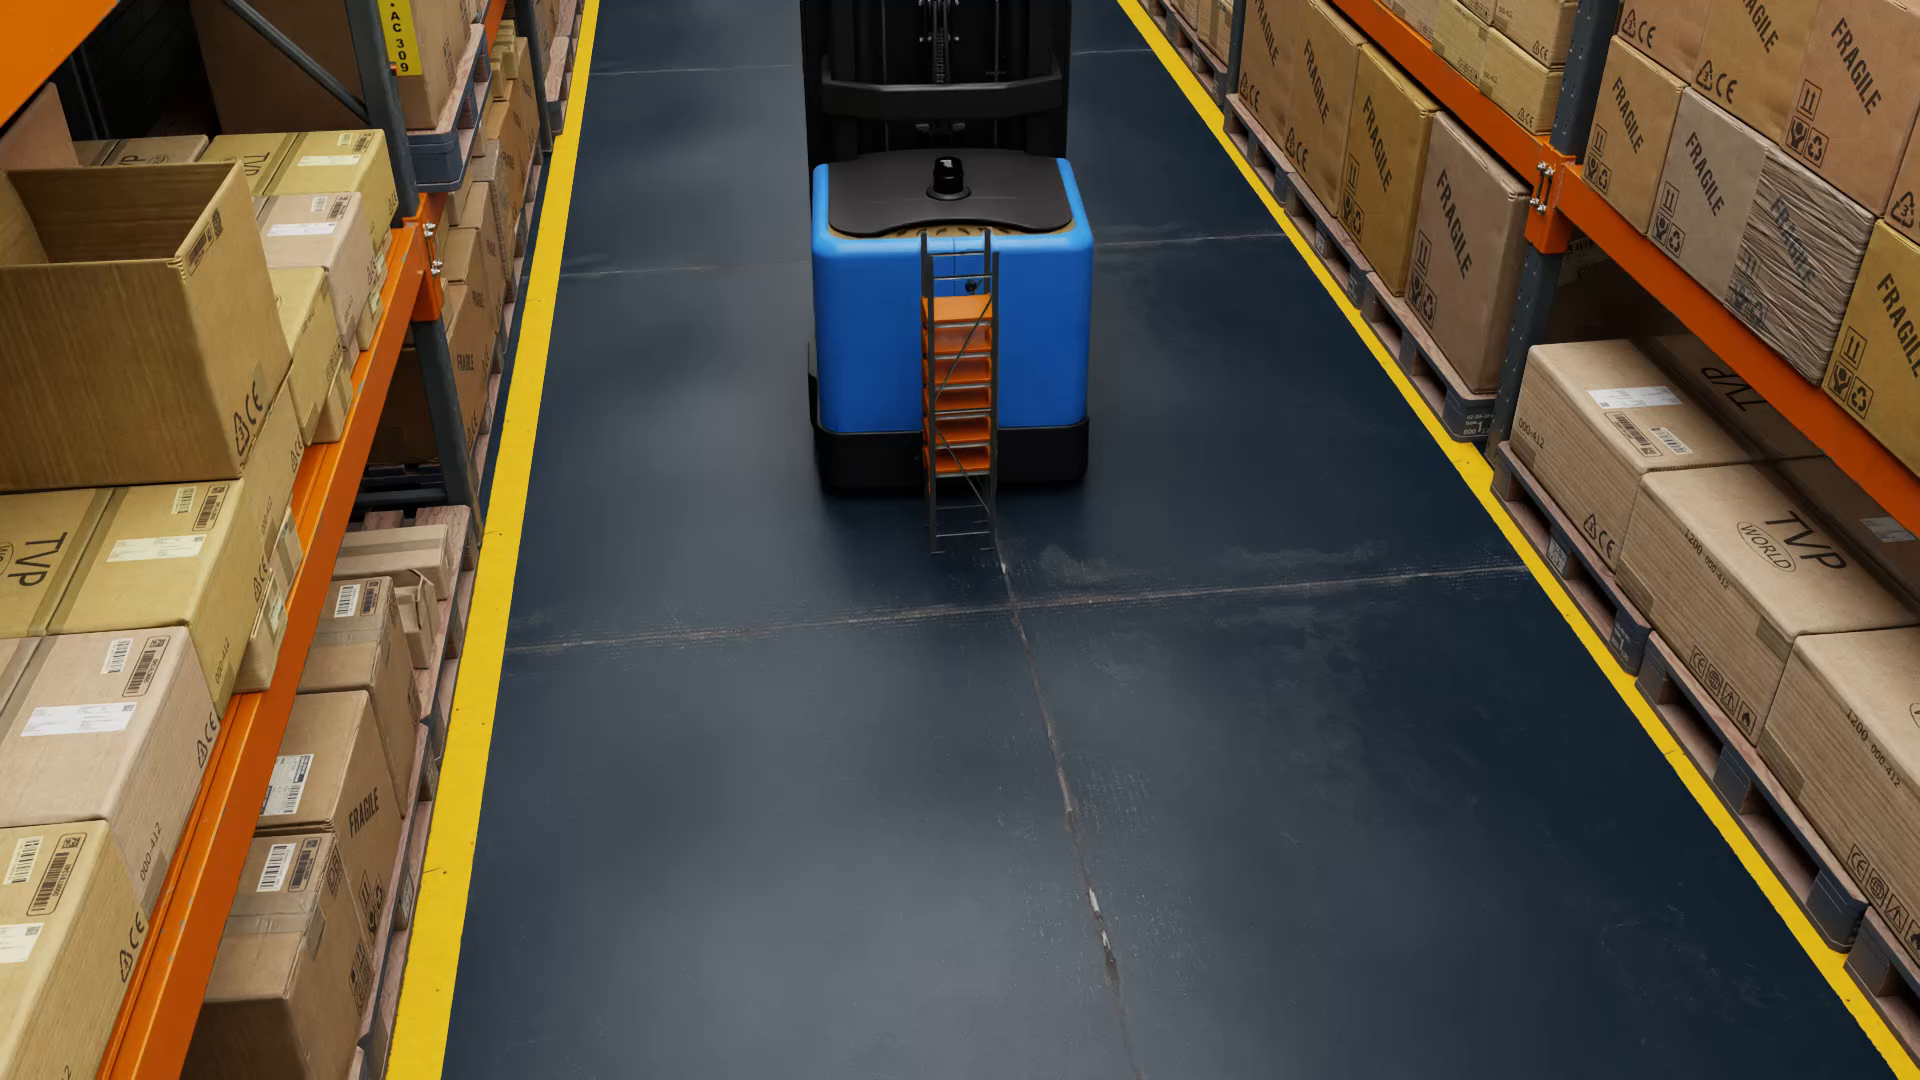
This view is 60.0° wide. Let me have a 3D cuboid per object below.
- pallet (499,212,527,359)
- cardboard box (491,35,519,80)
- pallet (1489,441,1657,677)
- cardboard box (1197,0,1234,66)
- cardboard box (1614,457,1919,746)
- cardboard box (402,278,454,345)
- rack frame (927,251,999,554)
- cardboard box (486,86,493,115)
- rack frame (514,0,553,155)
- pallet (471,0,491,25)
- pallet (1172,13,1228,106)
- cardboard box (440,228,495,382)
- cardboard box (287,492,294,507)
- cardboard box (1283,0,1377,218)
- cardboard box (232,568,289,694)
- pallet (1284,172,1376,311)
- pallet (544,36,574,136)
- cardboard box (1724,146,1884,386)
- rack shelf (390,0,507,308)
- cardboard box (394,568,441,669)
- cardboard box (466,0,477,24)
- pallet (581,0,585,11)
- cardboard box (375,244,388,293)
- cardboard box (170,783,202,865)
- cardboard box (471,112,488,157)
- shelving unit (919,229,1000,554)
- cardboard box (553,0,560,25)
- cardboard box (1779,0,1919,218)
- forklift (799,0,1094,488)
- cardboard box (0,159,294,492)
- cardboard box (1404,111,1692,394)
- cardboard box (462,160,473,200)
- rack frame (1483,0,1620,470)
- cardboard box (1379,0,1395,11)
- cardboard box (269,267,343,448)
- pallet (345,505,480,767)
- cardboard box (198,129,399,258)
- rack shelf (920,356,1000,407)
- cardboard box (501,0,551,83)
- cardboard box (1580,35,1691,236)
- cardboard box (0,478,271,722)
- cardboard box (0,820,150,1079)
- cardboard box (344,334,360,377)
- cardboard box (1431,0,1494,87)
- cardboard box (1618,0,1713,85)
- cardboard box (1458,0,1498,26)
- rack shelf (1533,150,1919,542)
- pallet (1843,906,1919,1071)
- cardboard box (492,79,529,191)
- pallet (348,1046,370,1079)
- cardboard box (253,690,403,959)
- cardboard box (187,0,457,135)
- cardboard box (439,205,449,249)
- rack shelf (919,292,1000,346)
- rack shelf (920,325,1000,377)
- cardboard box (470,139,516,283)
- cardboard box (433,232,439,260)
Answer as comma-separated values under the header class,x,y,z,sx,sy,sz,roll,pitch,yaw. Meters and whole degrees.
class,x,y,z,sx,sy,sz,roll,pitch,yaw
pallet,-2.605,-1.185,7.802,1.003,0.211,1.213,-4,35,-6
cardboard box,-2.444,-2.439,8.436,0.380,0.149,0.250,-6,35,-9
pallet,2.652,0.000,6.062,1.003,0.211,1.213,-4,35,-6
cardboard box,2.023,-3.218,10.269,0.950,0.372,0.625,-7,35,-10
cardboard box,2.726,0.161,5.252,0.875,0.438,0.875,-5,35,-8
cardboard box,-2.076,-0.833,6.080,0.380,0.149,0.250,-3,34,-4
rack frame,0.010,-0.453,5.849,0.240,1.200,0.006,-4,35,-6
cardboard box,-2.462,-2.138,7.994,0.380,0.149,0.250,-3,34,-5
rack frame,-2.829,-3.436,8.629,1.000,3.000,0.127,-4,35,-6
pallet,-2.563,-2.272,7.091,1.003,0.211,1.213,-4,35,-6
pallet,1.986,-3.098,10.609,1.003,0.211,1.213,-4,35,-6
cardboard box,-2.214,-0.928,6.795,0.500,0.500,0.500,-5,35,-7
cardboard box,-1.808,-0.079,3.926,0.380,0.149,0.250,-4,35,-6
cardboard box,2.216,-2.220,8.358,0.875,0.875,0.875,-4,34,-6
cardboard box,-1.649,0.205,3.509,0.380,0.149,0.250,-5,35,-8
pallet,2.281,-1.537,8.318,1.003,0.211,1.213,-4,35,-6
pallet,-2.901,-2.746,10.093,1.003,0.211,1.213,-4,35,-6
cardboard box,2.555,-0.783,4.646,0.500,0.500,0.500,-4,34,-6
rack shelf,-2.560,-2.023,7.194,1.077,0.370,4.000,-4,35,-6
cardboard box,-1.877,0.240,5.289,0.396,0.266,0.258,-3,34,-5
cardboard box,-2.098,-2.127,6.453,0.396,0.266,0.258,-3,34,-4
pallet,-3.229,-4.108,12.091,1.003,0.211,1.213,-4,35,-6
cardboard box,-1.941,-0.798,4.980,0.380,0.149,0.250,-3,34,-5
cardboard box,-1.648,0.499,3.077,0.380,0.149,0.250,-3,34,-5
cardboard box,-2.361,-1.847,7.567,0.380,0.149,0.250,-6,35,-9
shelving unit,-0.002,-0.504,5.924,0.258,1.200,0.189,-4,35,-6
cardboard box,-3.086,-3.717,10.777,0.875,0.625,0.625,-6,35,-8
cardboard box,2.571,-1.184,4.347,0.500,0.500,0.500,-4,34,-5
forklift,-0.113,-2.218,6.902,1.130,2.935,3.031,-2,34,-3
cardboard box,-1.749,-0.454,3.455,0.500,0.500,0.500,-4,34,-5
cardboard box,2.464,-1.218,6.887,0.875,0.875,0.875,-3,34,-5
cardboard box,-2.313,-1.557,7.142,0.380,0.149,0.250,-3,34,-5
rack frame,2.627,-1.582,5.908,1.000,3.000,0.127,-4,35,-6
cardboard box,2.127,-2.607,7.545,0.500,0.250,0.500,-4,35,-6
cardboard box,-1.845,-0.442,4.104,0.500,0.250,0.500,-5,35,-7
pallet,-2.200,0.331,5.576,1.003,0.211,1.213,-4,35,-6
cardboard box,-1.981,-0.999,4.922,0.500,0.250,0.500,-4,34,-5
rack shelf,-0.002,-0.566,5.881,0.258,0.103,0.180,-4,35,-6
cardboard box,-2.899,-2.978,9.692,0.875,0.625,0.625,-3,34,-5
cardboard box,2.431,-1.342,5.467,0.500,0.500,0.500,-3,34,-5
cardboard box,-1.687,0.129,3.266,0.500,0.250,0.500,-5,35,-7
cardboard box,-1.547,0.693,2.438,0.500,0.250,0.500,-4,34,-6
cardboard box,-1.874,-0.506,4.552,0.380,0.149,0.250,-4,34,-5
cardboard box,2.250,-2.036,6.707,0.500,0.250,0.500,-5,35,-7
cardboard box,2.451,-1.753,5.182,0.500,0.500,0.500,-4,34,-6
cardboard box,2.252,-2.233,6.552,0.500,0.250,0.500,-4,34,-5
rack shelf,2.896,-0.169,4.473,1.077,0.370,4.000,-4,35,-6
pallet,2.980,1.362,4.064,1.003,0.211,1.213,-4,35,-6
cardboard box,-2.502,-2.077,8.481,0.500,0.500,0.500,-5,35,-7
pallet,-1.871,1.693,3.578,1.003,0.211,1.213,-4,35,-6
cardboard box,-1.790,0.756,4.323,0.500,0.500,0.500,-4,34,-5
cardboard box,-2.134,-1.706,5.628,0.700,0.500,0.500,-4,34,-5
cardboard box,-2.286,-1.276,6.730,0.380,0.149,0.250,-5,35,-7
rack shelf,-0.002,-0.765,5.746,0.258,0.103,0.180,-4,35,-6
rack shelf,-0.002,-0.665,5.814,0.258,0.103,0.180,-4,35,-6
cardboard box,-2.341,-1.497,7.630,0.500,0.500,0.500,-6,35,-8
cardboard box,-2.158,-1.097,6.203,0.380,0.149,0.250,-6,35,-9
